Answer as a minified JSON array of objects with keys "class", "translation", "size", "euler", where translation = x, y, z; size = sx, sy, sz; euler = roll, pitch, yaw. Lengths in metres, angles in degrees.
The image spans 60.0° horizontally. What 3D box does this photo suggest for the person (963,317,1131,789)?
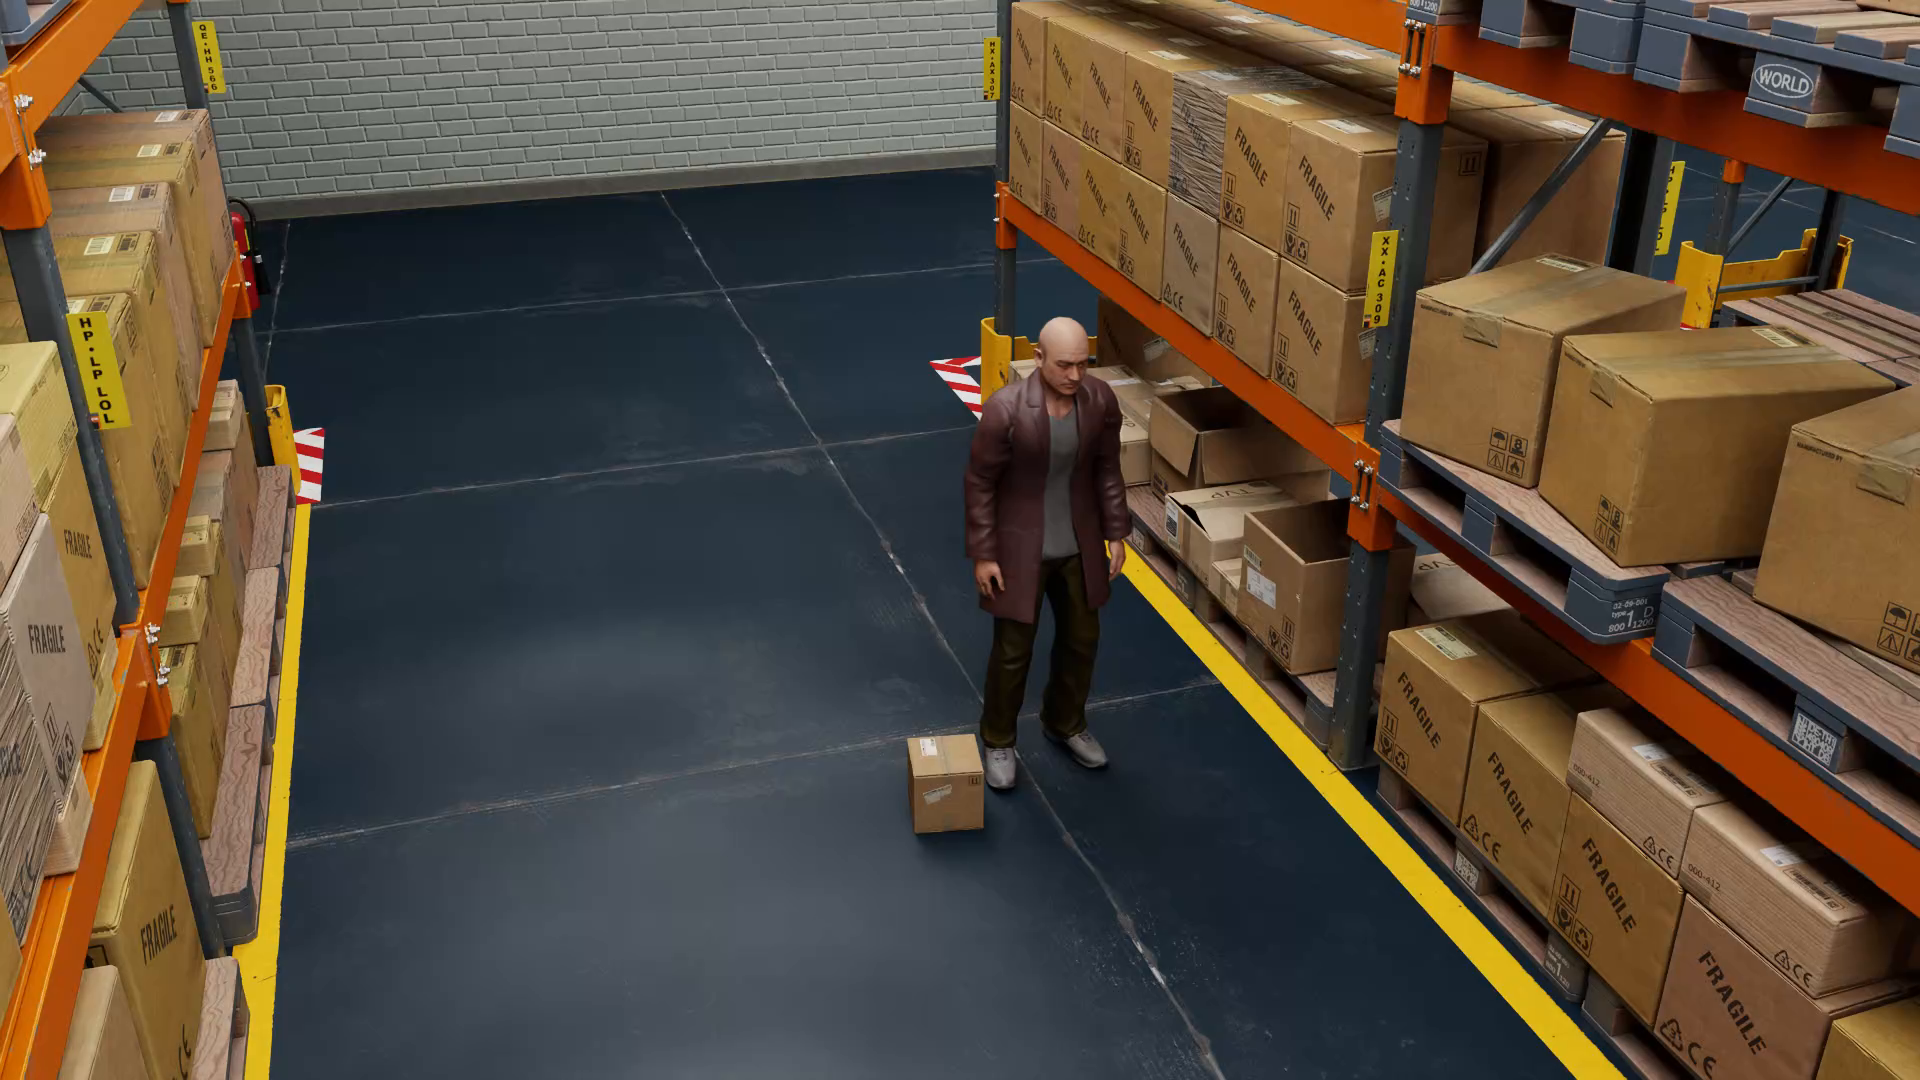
[{"class":"person","translation":[0.321,0.114,6.105],"size":[0.644,1.591,0.428],"euler":[-9,27,-18]}]
